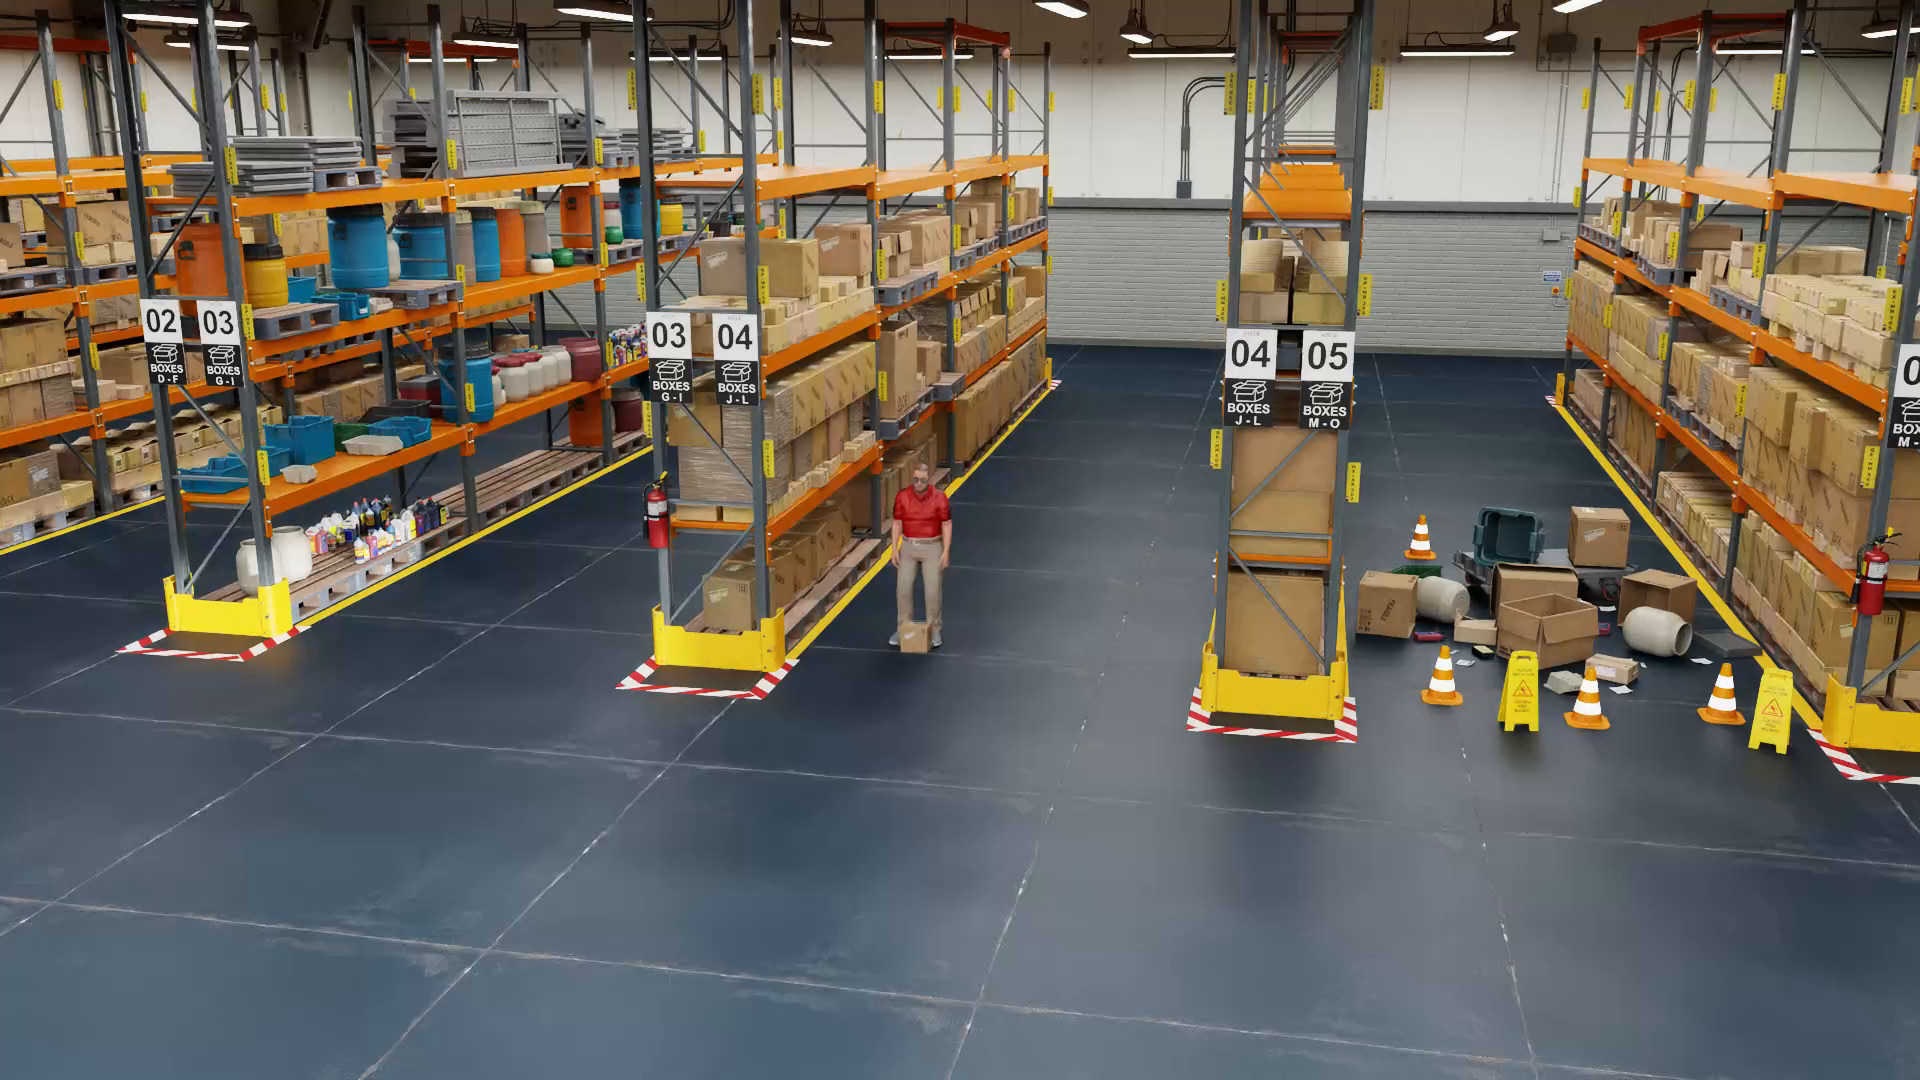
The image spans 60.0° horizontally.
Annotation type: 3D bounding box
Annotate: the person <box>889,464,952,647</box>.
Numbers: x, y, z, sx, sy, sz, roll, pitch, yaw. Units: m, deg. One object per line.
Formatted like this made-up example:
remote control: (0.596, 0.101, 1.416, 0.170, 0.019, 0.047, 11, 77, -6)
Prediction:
person: (-0.366, 0.123, 15.564, 0.578, 1.727, 0.390, 2, 15, 9)
